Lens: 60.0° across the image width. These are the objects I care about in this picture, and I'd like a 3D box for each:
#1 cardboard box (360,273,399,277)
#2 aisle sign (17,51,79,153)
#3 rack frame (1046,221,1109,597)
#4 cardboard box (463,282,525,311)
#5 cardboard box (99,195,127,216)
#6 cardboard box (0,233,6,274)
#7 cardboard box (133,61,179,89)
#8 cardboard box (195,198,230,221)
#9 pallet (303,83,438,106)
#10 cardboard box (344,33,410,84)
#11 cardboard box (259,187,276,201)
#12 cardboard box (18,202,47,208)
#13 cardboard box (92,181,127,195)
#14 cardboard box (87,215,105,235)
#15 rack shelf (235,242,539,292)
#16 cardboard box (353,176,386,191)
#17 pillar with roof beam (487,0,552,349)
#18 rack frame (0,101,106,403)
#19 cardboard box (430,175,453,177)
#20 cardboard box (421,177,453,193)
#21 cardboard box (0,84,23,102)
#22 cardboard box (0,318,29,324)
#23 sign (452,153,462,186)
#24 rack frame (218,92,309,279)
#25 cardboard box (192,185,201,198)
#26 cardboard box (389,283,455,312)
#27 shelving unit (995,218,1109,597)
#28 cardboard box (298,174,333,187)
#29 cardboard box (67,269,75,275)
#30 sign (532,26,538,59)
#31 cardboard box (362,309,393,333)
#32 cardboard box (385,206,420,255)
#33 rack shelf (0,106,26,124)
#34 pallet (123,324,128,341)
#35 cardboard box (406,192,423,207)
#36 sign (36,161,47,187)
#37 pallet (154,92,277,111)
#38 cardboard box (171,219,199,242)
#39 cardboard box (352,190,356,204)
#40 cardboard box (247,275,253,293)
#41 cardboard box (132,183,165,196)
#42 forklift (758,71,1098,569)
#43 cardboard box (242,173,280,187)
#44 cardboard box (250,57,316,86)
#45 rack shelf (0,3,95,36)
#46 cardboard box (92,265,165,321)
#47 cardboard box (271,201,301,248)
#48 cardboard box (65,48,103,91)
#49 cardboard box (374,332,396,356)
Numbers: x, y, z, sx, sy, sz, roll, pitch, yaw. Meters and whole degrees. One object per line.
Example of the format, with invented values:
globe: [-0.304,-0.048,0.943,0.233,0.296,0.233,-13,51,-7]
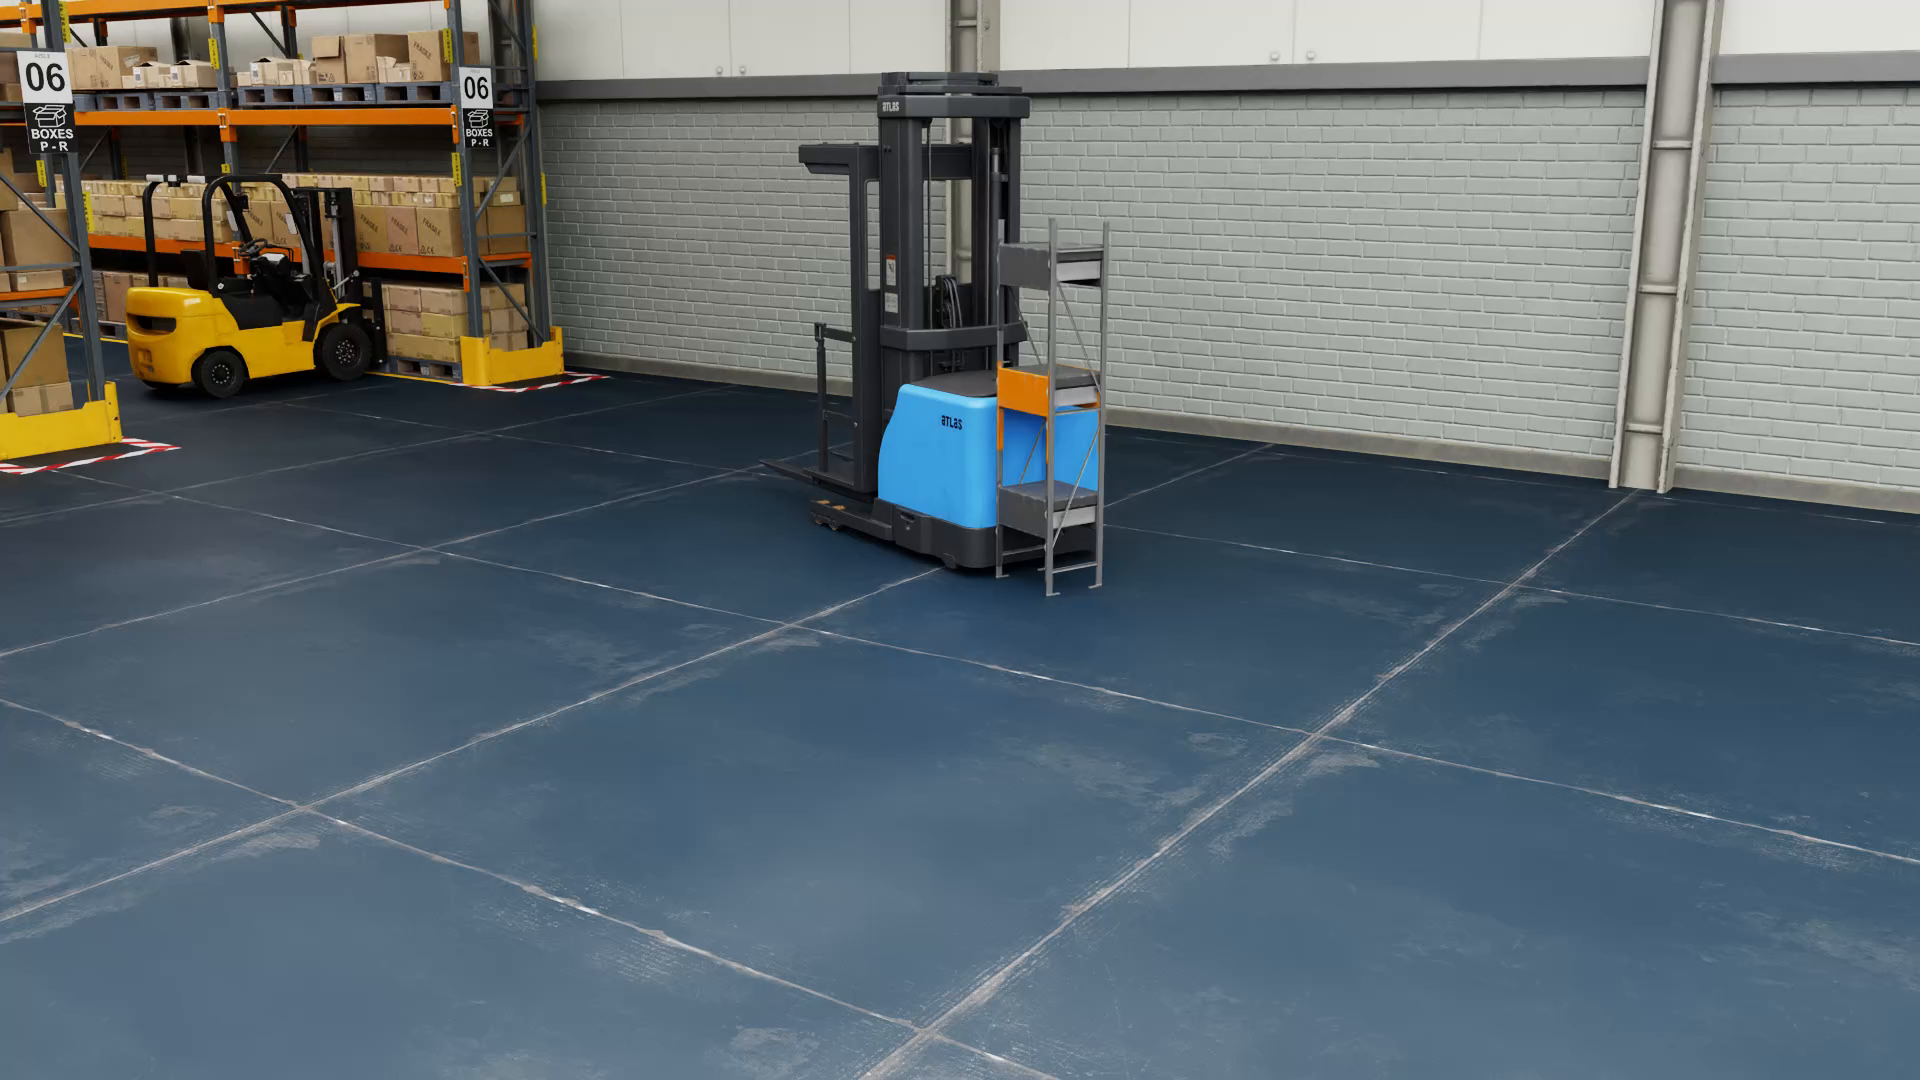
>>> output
cardboard box: [-6.752,-2.919,19.140,0.500,0.250,0.500,9,17,33]
aisle sign: [-7.333,-3.516,13.375,0.004,0.787,0.394,9,17,33]
rack frame: [0.660,-0.721,9.366,0.400,2.100,0.015,-9,17,-34]
cardboard box: [-5.083,-2.648,18.044,0.500,0.250,0.500,9,16,32]
cardboard box: [-10.358,-4.184,20.756,0.500,0.250,0.500,9,16,31]
cardboard box: [-8.162,-2.412,13.496,0.500,0.500,0.500,9,16,32]
cardboard box: [-9.483,-5.544,19.838,0.500,0.311,0.500,9,16,31]
cardboard box: [-8.660,-3.912,19.657,0.500,0.250,0.500,9,16,32]
pallet: [-6.379,-4.868,18.186,1.213,0.211,1.003,9,17,33]
cardboard box: [-6.088,-5.116,17.716,0.500,0.500,0.700,9,17,33]
cardboard box: [-7.776,-3.961,19.025,0.250,0.149,0.380,10,17,34]
cardboard box: [-12.188,-4.357,21.832,0.250,0.149,0.380,10,17,34]
cardboard box: [-10.655,-4.428,20.912,0.250,0.149,0.380,9,17,33]
cardboard box: [-10.782,-4.014,21.110,0.500,0.250,0.500,9,16,32]
rack shelf: [-6.450,-3.110,18.642,4.000,0.370,1.077,9,17,33]
cardboard box: [-6.320,-3.856,17.981,0.250,0.149,0.380,10,17,34]
pillar with roof beam: [-7.268,-5.518,14.387,0.400,9.000,9.100,9,17,33]
rack frame: [-7.557,-2.201,13.472,0.127,3.000,1.000,9,17,33]
cardboard box: [-5.572,-3.897,18.147,0.250,0.149,0.380,9,17,33]
cardboard box: [-5.427,-3.732,17.479,0.250,0.149,0.380,9,17,33]
cardboard box: [-7.651,-3.644,13.583,0.250,0.149,0.380,9,17,33]
cardboard box: [-8.529,-1.670,14.613,0.500,0.500,0.500,8,16,31]
sign: [-5.105,-3.762,16.875,0.005,0.325,0.100,9,17,33]
rack frame: [-8.109,-3.728,19.639,0.127,3.000,1.000,9,17,33]
cardboard box: [-8.915,-4.167,19.855,0.250,0.149,0.380,9,17,33]
cardboard box: [-5.773,-2.612,17.902,0.500,0.250,0.500,10,17,34]
shelving unit: [0.521,-0.769,9.561,0.431,2.100,0.503,-9,17,-34]
cardboard box: [-7.140,-4.000,18.560,0.250,0.149,0.380,9,16,32]
cardboard box: [-11.980,-3.585,22.041,0.250,0.149,0.380,8,16,30]
sign: [-4.476,-5.220,17.441,0.005,0.325,0.100,9,17,33]
cardboard box: [-6.219,-2.440,18.247,0.500,0.250,0.500,9,16,32]
cardboard box: [-5.771,-3.325,17.803,0.500,0.500,0.500,10,17,35]
rack shelf: [-9.217,-3.576,14.281,4.000,0.370,1.077,9,17,33]
pallet: [-9.759,-2.628,21.002,1.213,0.211,1.003,9,17,33]
cardboard box: [-5.644,-3.621,17.648,0.250,0.149,0.380,10,17,34]
sign: [-11.723,-4.678,21.234,0.005,0.325,0.100,9,17,33]
pallet: [-8.849,-5.206,19.769,1.217,0.209,0.805,8,16,31]
cardboard box: [-9.094,-3.736,19.987,0.500,0.250,0.500,9,17,32]
cardboard box: [-6.469,-3.764,18.227,0.250,0.149,0.380,9,17,32]
cardboard box: [-7.883,-2.955,19.284,0.500,0.250,0.500,9,16,32]
cardboard box: [-9.857,-4.278,20.305,0.250,0.149,0.380,9,16,31]
forklift: [-0.359,-1.547,10.974,1.130,2.935,3.031,-9,17,-34]
cardboard box: [-8.010,-4.133,19.101,0.250,0.149,0.380,10,17,34]
cardboard box: [-7.555,-5.233,18.580,0.500,0.311,0.500,10,17,34]
rack shelf: [-13.088,-6.901,22.303,4.000,0.370,1.077,9,17,33]
cardboard box: [-10.919,-3.229,21.692,0.625,0.625,0.875,10,17,35]
cardboard box: [-7.445,-3.598,18.907,0.500,0.500,0.500,10,17,34]
cardboard box: [-10.963,-5.875,20.782,0.500,0.500,0.500,9,17,33]
cardboard box: [-6.174,-2.198,18.307,0.500,0.250,0.500,9,17,33]
